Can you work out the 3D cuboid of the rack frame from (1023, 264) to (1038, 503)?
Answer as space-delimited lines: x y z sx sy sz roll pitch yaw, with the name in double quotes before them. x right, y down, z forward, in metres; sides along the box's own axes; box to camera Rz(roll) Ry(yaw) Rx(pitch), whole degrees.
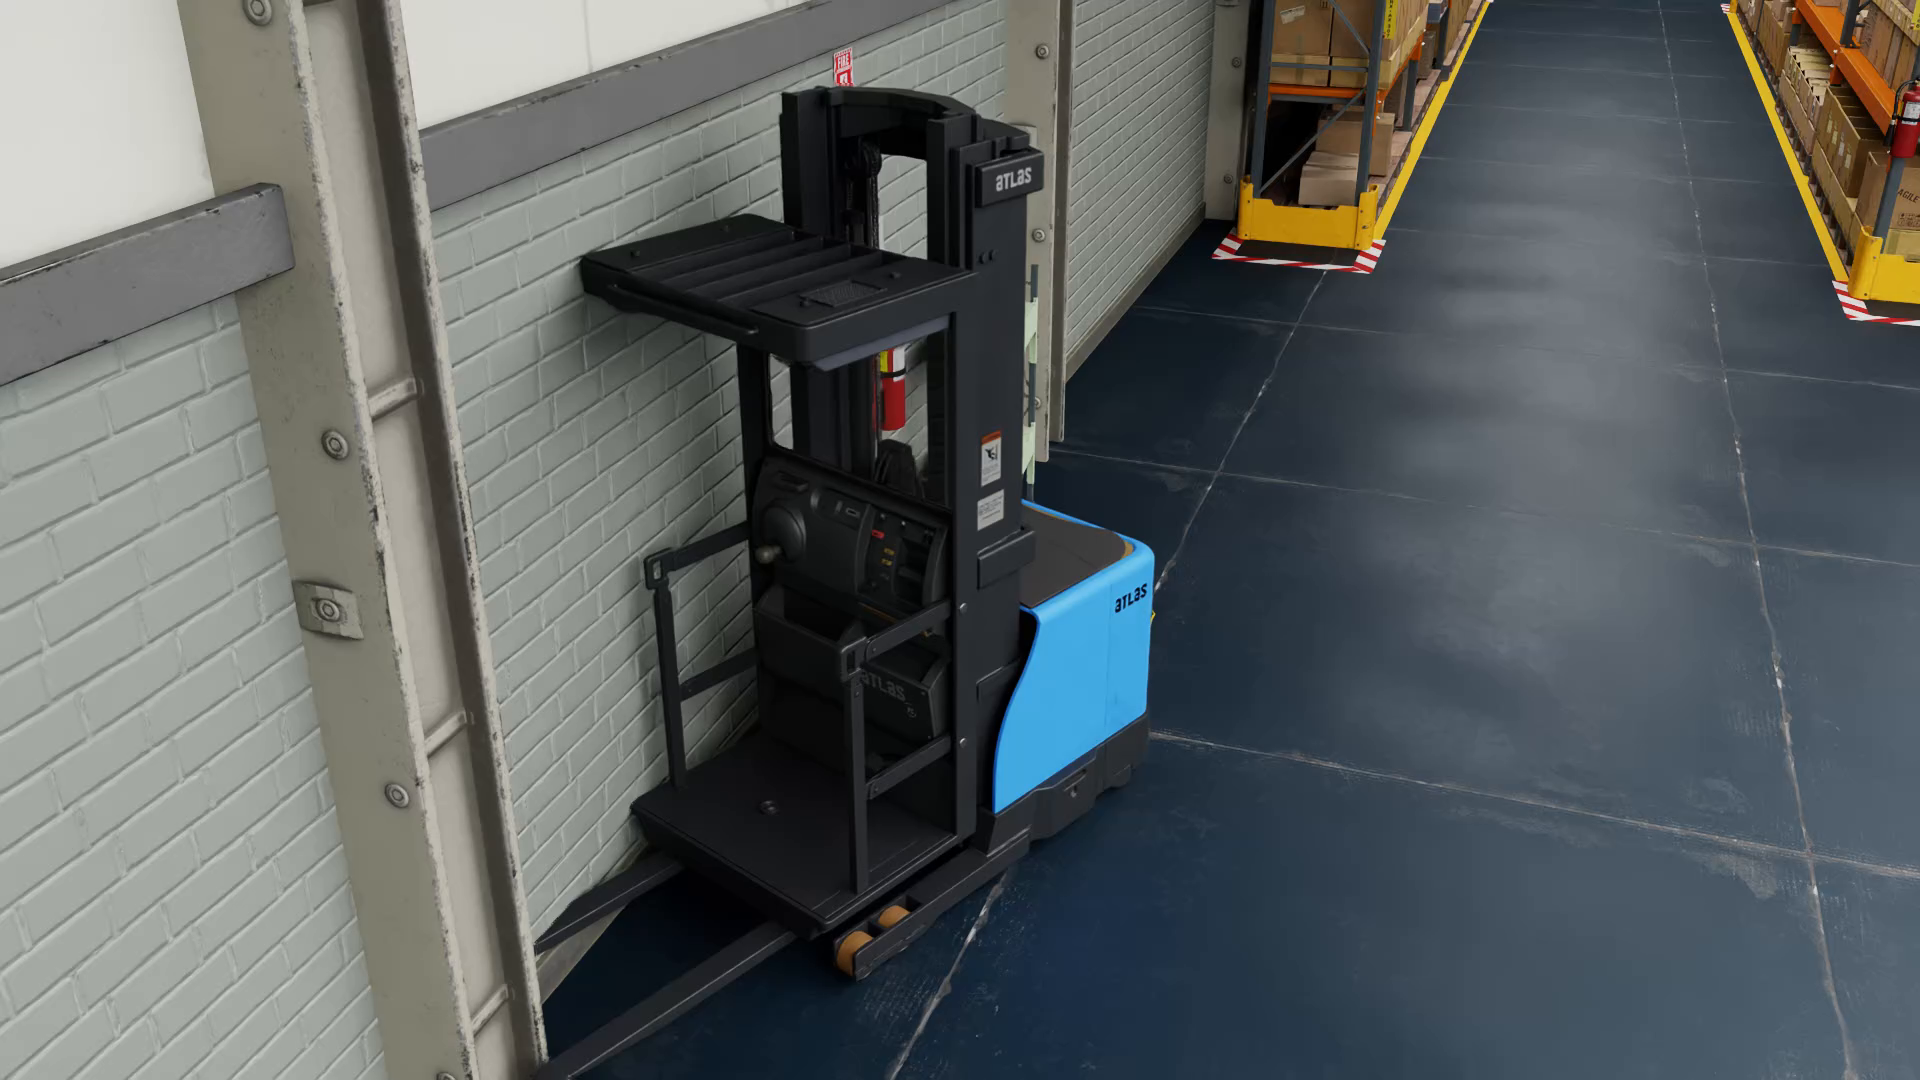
"rack frame" 0.218 -0.803 9.187 0.400 1.500 0.023 6 26 12

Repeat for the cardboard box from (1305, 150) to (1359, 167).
"cardboard box" 3.535 -3.480 15.575 0.500 0.311 0.500 11 28 22

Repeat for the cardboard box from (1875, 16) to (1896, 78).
"cardboard box" 8.552 -4.352 14.681 0.700 0.500 0.500 9 27 18

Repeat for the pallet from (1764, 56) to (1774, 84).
"pallet" 11.056 -6.103 21.613 1.003 0.211 1.213 9 27 17

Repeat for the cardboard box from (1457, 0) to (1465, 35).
"cardboard box" 6.636 -7.487 23.257 0.750 0.750 0.750 10 27 19

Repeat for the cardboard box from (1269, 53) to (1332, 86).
"cardboard box" 3.002 -4.148 14.524 0.500 0.250 0.500 9 27 18

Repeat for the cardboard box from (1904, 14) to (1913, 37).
"cardboard box" 7.993 -4.215 13.654 0.380 0.149 0.250 10 27 19

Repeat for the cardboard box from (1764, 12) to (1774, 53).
"cardboard box" 10.964 -6.685 21.979 0.500 0.500 0.500 9 27 18

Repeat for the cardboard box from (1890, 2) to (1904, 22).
"cardboard box" 8.249 -4.531 14.307 0.380 0.149 0.250 9 27 17

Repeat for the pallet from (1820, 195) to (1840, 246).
"pallet" 8.325 -2.834 14.862 1.003 0.211 1.213 9 27 17

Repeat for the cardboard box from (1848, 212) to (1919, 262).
"cardboard box" 7.602 -2.484 13.612 0.500 0.250 0.500 9 27 17

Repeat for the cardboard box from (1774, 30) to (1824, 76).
"cardboard box" 10.454 -6.048 20.664 0.500 0.500 0.500 10 28 19

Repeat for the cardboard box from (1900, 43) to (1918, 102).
"cardboard box" 8.040 -3.721 13.378 0.700 0.500 0.500 9 27 19

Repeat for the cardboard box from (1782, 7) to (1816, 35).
"cardboard box" 10.469 -6.410 20.549 0.500 0.250 0.500 10 28 19

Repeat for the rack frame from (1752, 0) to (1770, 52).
"rack frame" 11.696 -8.201 22.746 1.000 3.000 0.127 9 27 17

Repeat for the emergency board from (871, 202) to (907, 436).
"emergency board" -0.408 -0.924 7.716 0.194 1.169 0.643 9 27 17

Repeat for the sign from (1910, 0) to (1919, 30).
"sign" 7.195 -3.982 12.431 0.100 0.325 0.005 9 27 17

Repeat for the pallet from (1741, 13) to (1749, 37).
"pallet" 12.329 -7.731 24.975 1.003 0.211 1.213 9 27 17

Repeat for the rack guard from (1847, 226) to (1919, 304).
"rack guard" 7.694 -2.135 13.085 1.175 0.500 0.348 9 27 17

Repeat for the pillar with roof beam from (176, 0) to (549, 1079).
"pillar with roof beam" 2.513 -1.544 2.113 9.100 9.000 0.400 9 27 17

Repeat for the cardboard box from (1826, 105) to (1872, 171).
"cardboard box" 8.251 -3.646 15.151 0.500 0.500 0.500 9 27 17

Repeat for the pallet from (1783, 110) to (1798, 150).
"pallet" 9.646 -4.470 18.239 1.003 0.211 1.213 9 27 17

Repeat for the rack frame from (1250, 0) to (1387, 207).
"rack frame" 3.030 -3.986 14.041 1.000 3.000 0.127 9 27 17

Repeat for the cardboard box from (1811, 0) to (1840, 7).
"cardboard box" 9.884 -6.177 18.669 0.500 0.311 0.500 8 27 17

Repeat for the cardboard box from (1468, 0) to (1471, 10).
"cardboard box" 7.539 -8.480 25.709 0.700 0.500 0.500 8 27 17

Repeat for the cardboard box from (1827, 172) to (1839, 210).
"cardboard box" 8.090 -3.102 14.889 0.500 0.250 0.500 9 27 17

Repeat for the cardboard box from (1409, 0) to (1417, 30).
"cardboard box" 3.984 -5.045 15.516 0.500 0.500 0.500 10 27 19

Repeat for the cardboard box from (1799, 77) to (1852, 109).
"cardboard box" 9.233 -4.745 17.637 0.500 0.311 0.500 9 27 17

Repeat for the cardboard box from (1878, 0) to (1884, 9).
"cardboard box" 8.508 -4.850 14.967 0.380 0.149 0.250 8 27 17

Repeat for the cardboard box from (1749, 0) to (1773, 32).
"cardboard box" 11.618 -7.549 23.763 0.500 0.500 0.500 9 27 17

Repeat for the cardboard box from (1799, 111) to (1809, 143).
"cardboard box" 9.068 -4.285 17.331 0.500 0.250 0.500 8 27 17

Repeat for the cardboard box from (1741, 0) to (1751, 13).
"cardboard box" 12.245 -8.212 25.419 0.500 0.250 0.500 9 27 17

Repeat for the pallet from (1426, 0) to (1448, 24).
"pallet" 4.752 -5.837 18.083 1.003 0.211 1.213 9 27 17

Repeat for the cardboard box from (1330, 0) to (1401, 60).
"cardboard box" 3.472 -4.418 14.221 0.500 0.500 0.500 9 27 18

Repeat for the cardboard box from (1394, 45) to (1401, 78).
"cardboard box" 3.651 -4.298 14.834 0.500 0.250 0.500 8 27 16

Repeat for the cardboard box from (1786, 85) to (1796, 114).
"cardboard box" 9.580 -4.915 18.632 0.500 0.250 0.500 8 27 16

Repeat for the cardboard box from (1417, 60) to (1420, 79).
"cardboard box" 5.220 -5.849 20.251 0.700 0.500 0.500 9 27 17

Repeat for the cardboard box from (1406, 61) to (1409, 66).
"cardboard box" 4.715 -5.228 18.968 0.700 0.500 0.500 8 27 16

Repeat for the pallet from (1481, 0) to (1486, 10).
"pallet" 8.162 -8.966 27.527 1.003 0.211 1.213 9 27 17

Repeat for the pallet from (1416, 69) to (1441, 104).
"pallet" 5.430 -5.698 20.776 1.003 0.211 1.213 9 27 17

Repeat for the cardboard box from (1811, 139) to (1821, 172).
"cardboard box" 8.593 -3.718 16.161 0.500 0.250 0.500 9 27 17

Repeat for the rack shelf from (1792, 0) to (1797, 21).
"rack shelf" 11.030 -7.055 21.205 1.077 0.370 4.000 9 27 17

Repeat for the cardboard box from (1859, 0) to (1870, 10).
"cardboard box" 9.480 -5.488 17.028 0.500 0.500 0.500 11 28 21

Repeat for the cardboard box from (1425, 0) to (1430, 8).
"cardboard box" 4.495 -5.670 16.807 0.500 0.500 0.500 9 27 17

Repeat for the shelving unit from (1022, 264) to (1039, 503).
"shelving unit" 0.136 -0.647 8.866 0.431 1.500 0.755 6 26 12

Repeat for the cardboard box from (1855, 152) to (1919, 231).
"cardboard box" 7.600 -2.822 13.449 0.500 0.500 0.500 9 27 17

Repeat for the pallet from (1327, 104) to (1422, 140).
"pallet" 4.619 -4.695 18.705 1.003 0.211 1.213 9 27 17

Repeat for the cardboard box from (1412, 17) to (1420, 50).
"cardboard box" 4.163 -4.921 16.120 0.500 0.250 0.500 9 27 17

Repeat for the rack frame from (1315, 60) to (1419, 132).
"rack frame" 4.361 -5.630 17.436 1.000 3.000 0.127 9 27 17

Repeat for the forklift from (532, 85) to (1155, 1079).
"forklift" -0.549 0.010 5.865 1.130 2.935 3.031 21 33 37

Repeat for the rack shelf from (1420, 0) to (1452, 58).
"rack shelf" 5.026 -6.128 19.290 1.077 0.370 4.000 9 27 17

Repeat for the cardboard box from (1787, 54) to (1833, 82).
"cardboard box" 9.746 -5.371 18.931 0.500 0.311 0.500 8 27 16
